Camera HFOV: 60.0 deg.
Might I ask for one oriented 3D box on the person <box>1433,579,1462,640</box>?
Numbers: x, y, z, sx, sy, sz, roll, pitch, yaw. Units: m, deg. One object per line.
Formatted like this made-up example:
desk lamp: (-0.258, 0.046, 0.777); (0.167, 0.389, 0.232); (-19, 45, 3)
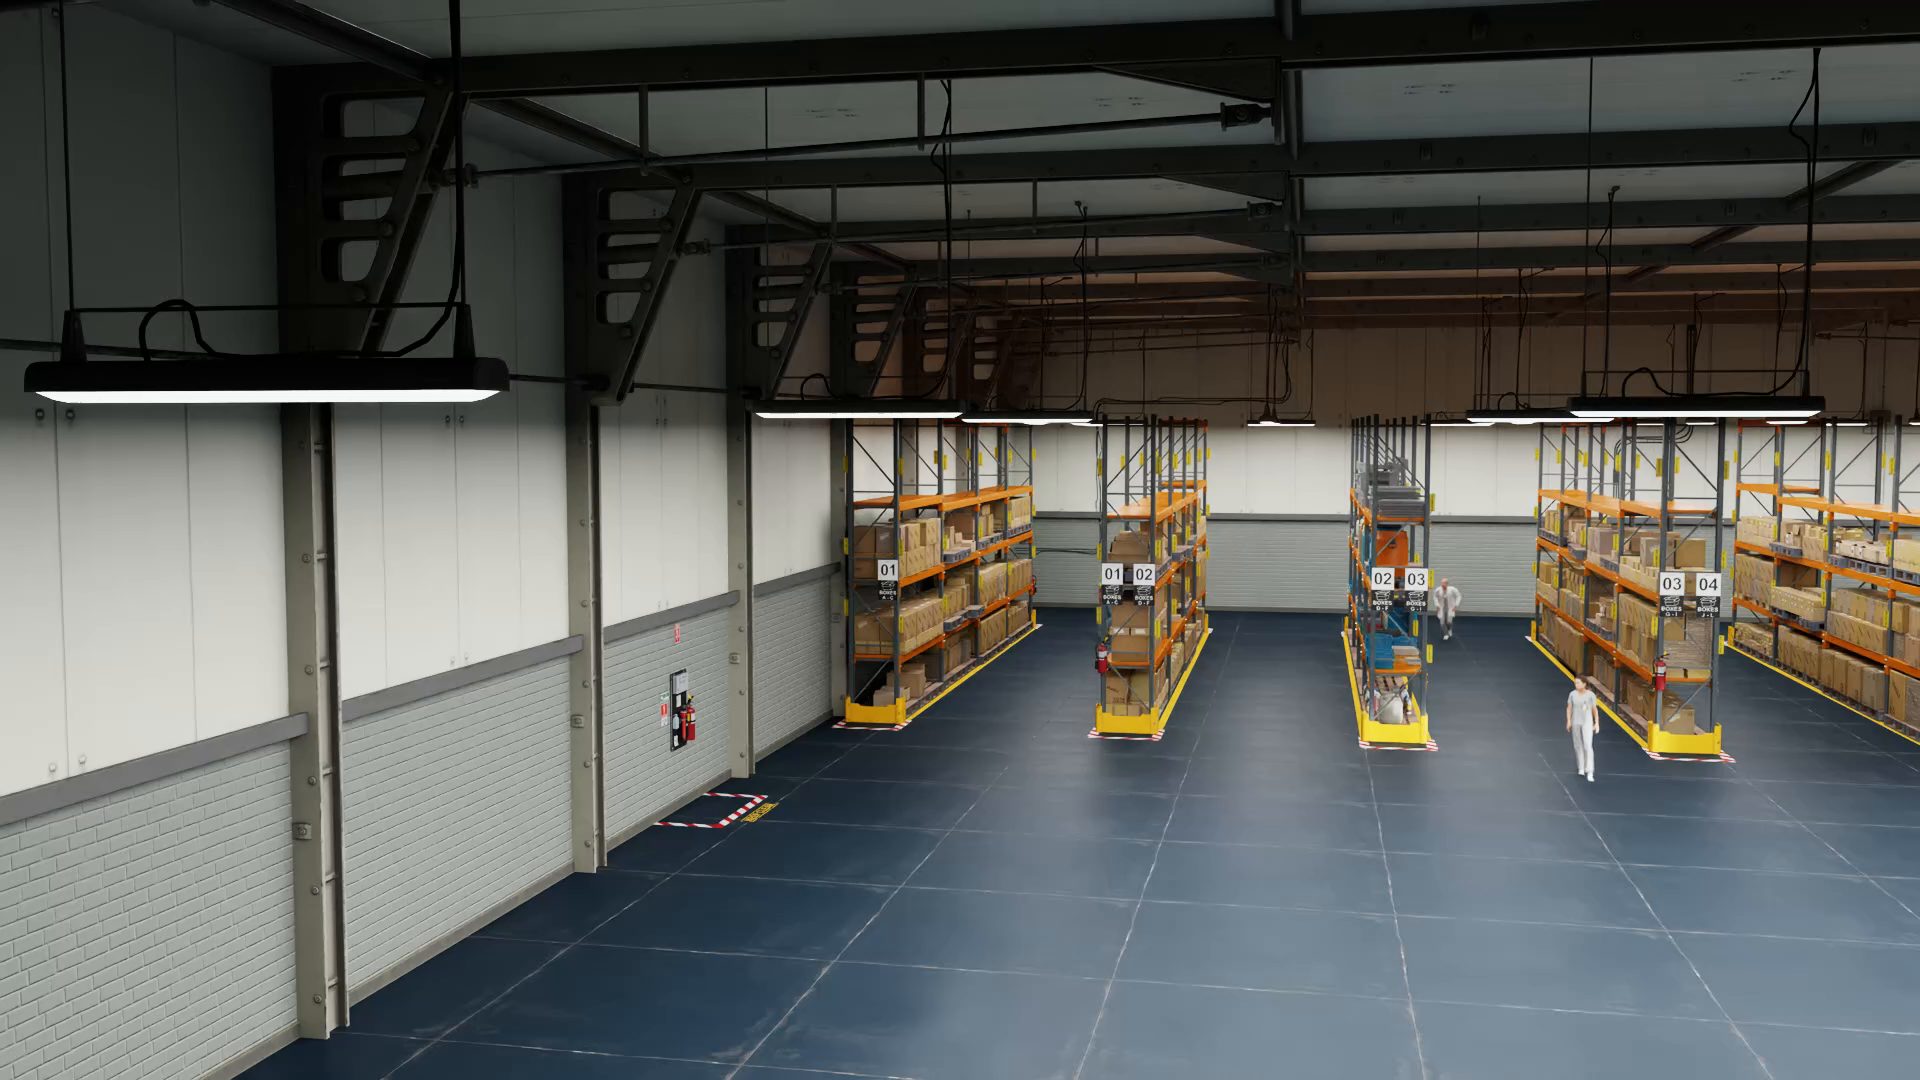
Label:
person: (13.259, 1.878, 45.254); (0.752, 1.683, 0.646); (1, 4, 21)

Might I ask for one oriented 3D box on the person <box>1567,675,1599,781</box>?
person: (10.236, 3.076, 27.372); (0.554, 1.650, 0.650); (3, 5, 38)

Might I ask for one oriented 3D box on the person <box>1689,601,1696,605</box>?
person: (20.612, 1.744, 47.174); (0.572, 1.618, 1.049); (1, 4, 21)

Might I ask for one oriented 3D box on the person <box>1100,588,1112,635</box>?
person: (4.077, 1.772, 46.089); (0.550, 1.763, 0.620); (-2, 4, -31)
